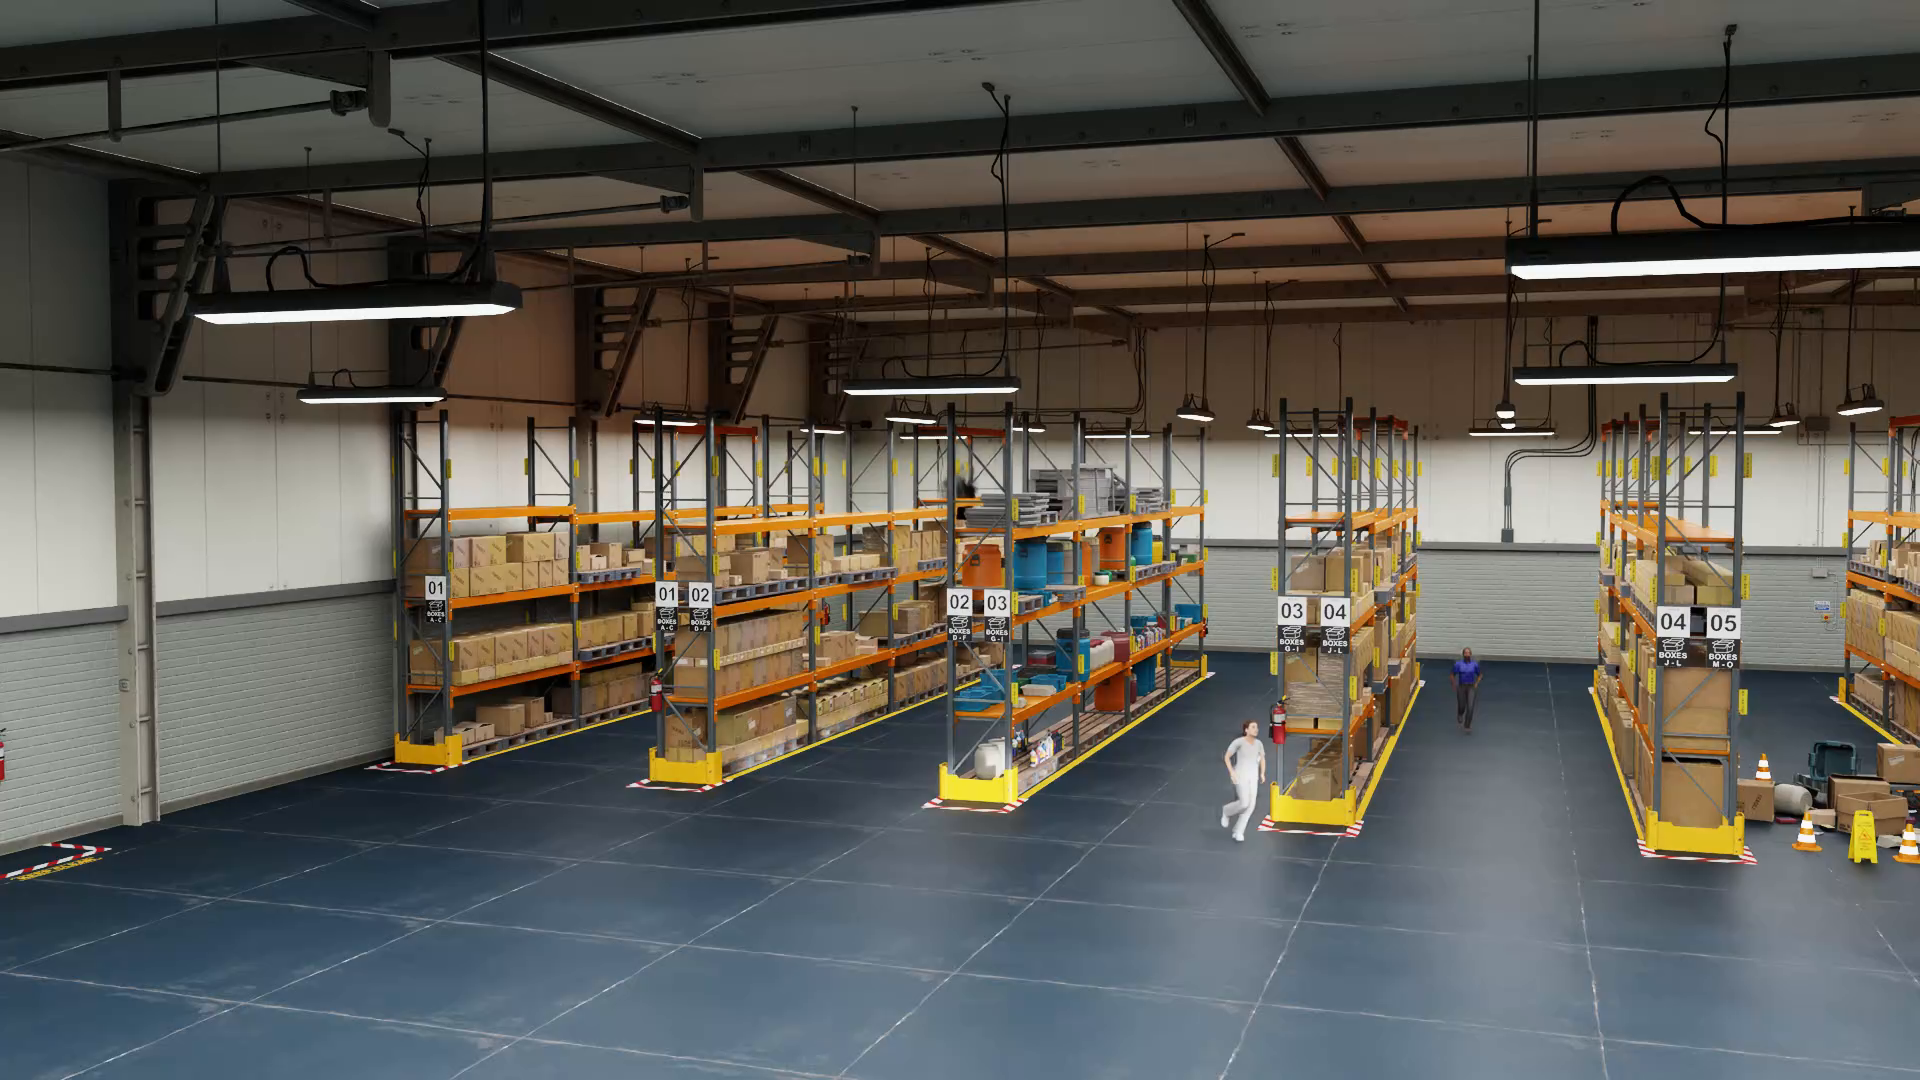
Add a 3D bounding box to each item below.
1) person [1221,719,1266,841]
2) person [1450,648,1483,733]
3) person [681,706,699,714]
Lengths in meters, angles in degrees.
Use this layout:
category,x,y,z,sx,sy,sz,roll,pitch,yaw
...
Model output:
category,x,y,z,sx,sy,sz,roll,pitch,yaw
person,3.902,3.230,22.572,0.596,1.596,0.572,-1,3,-22
person,9.635,2.847,31.626,0.587,1.612,0.566,1,2,12
person,-4.995,2.820,31.242,0.643,1.676,0.577,0,2,9
